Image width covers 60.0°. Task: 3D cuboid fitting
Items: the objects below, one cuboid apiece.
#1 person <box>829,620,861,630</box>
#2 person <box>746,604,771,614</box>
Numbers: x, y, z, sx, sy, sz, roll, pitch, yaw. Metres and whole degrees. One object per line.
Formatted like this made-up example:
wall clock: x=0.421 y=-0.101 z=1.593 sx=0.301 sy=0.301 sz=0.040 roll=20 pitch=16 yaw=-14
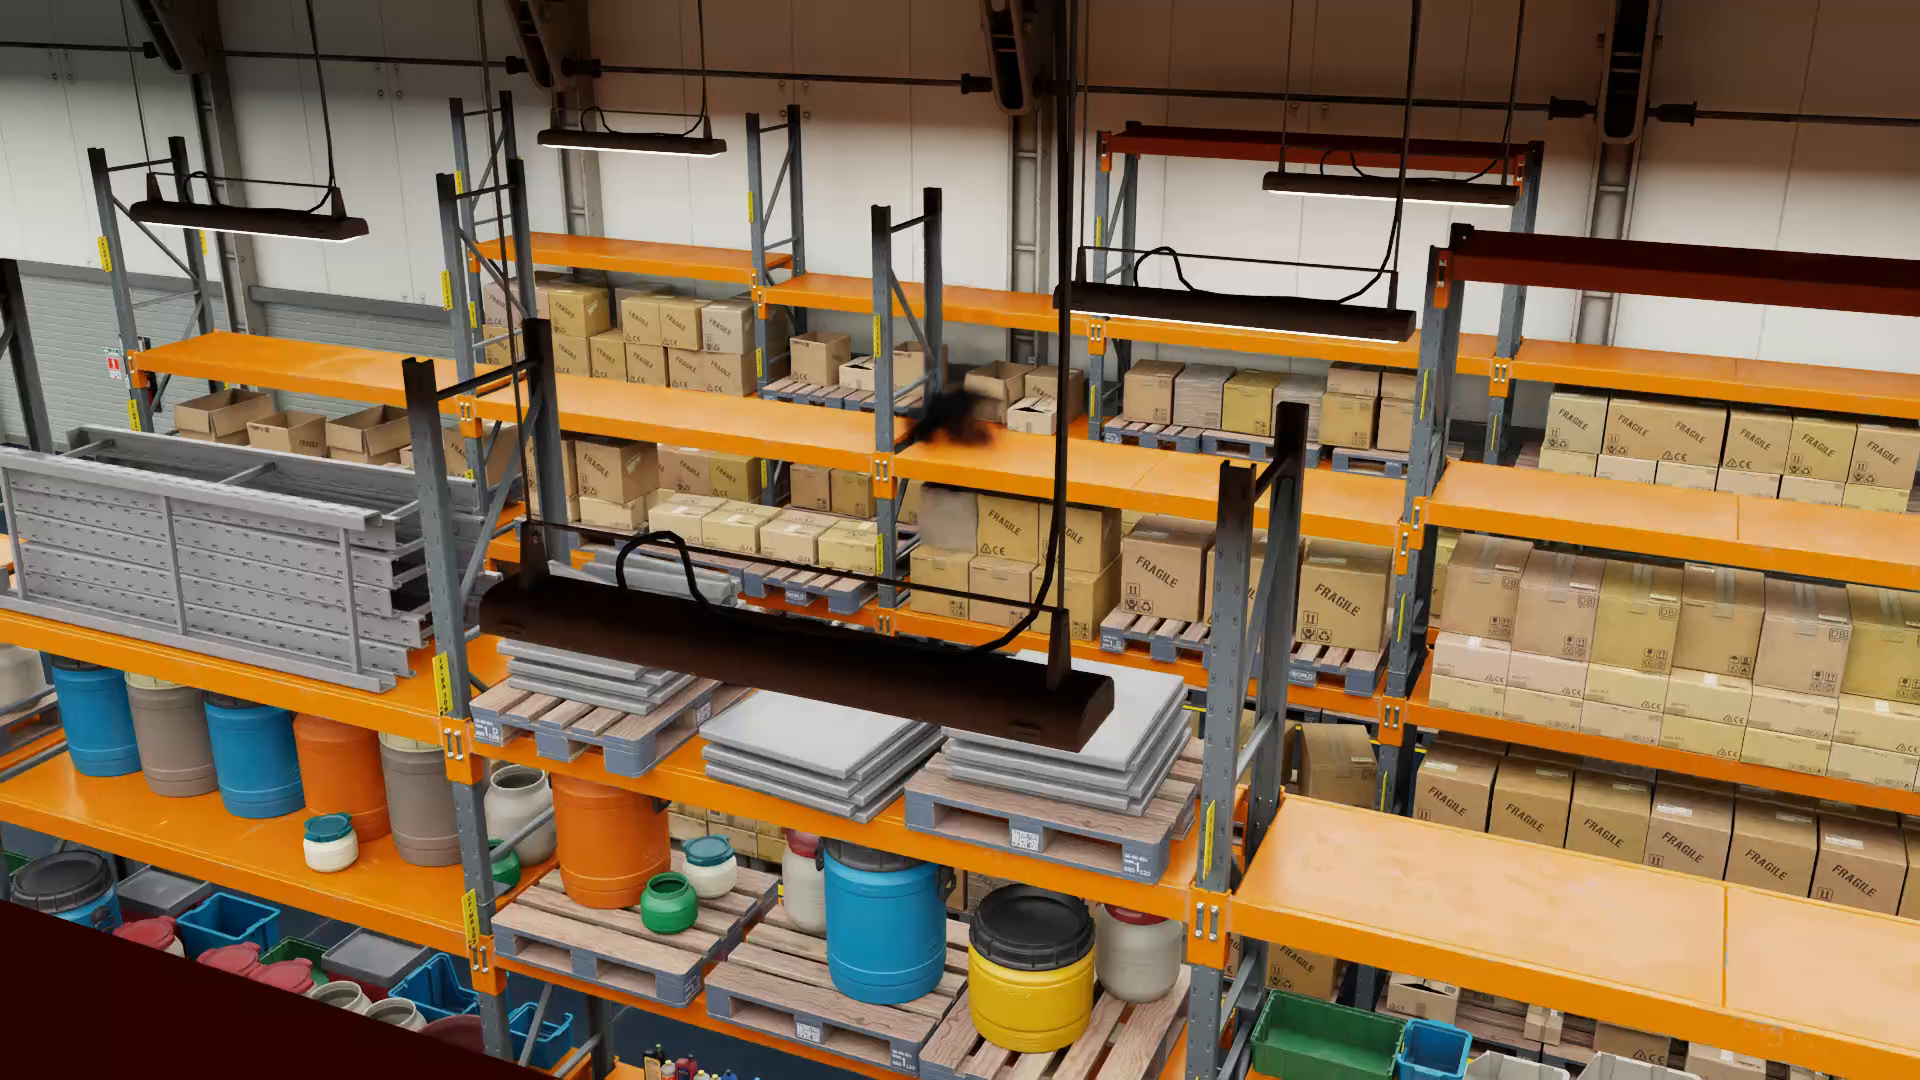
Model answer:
person: x=-1.233 y=0.883 z=17.193 sx=0.506 sy=1.666 sz=0.609 roll=6 pitch=21 yaw=15
person: x=-2.236 y=0.995 z=17.520 sx=0.846 sy=1.812 sz=0.679 roll=5 pitch=21 yaw=14
